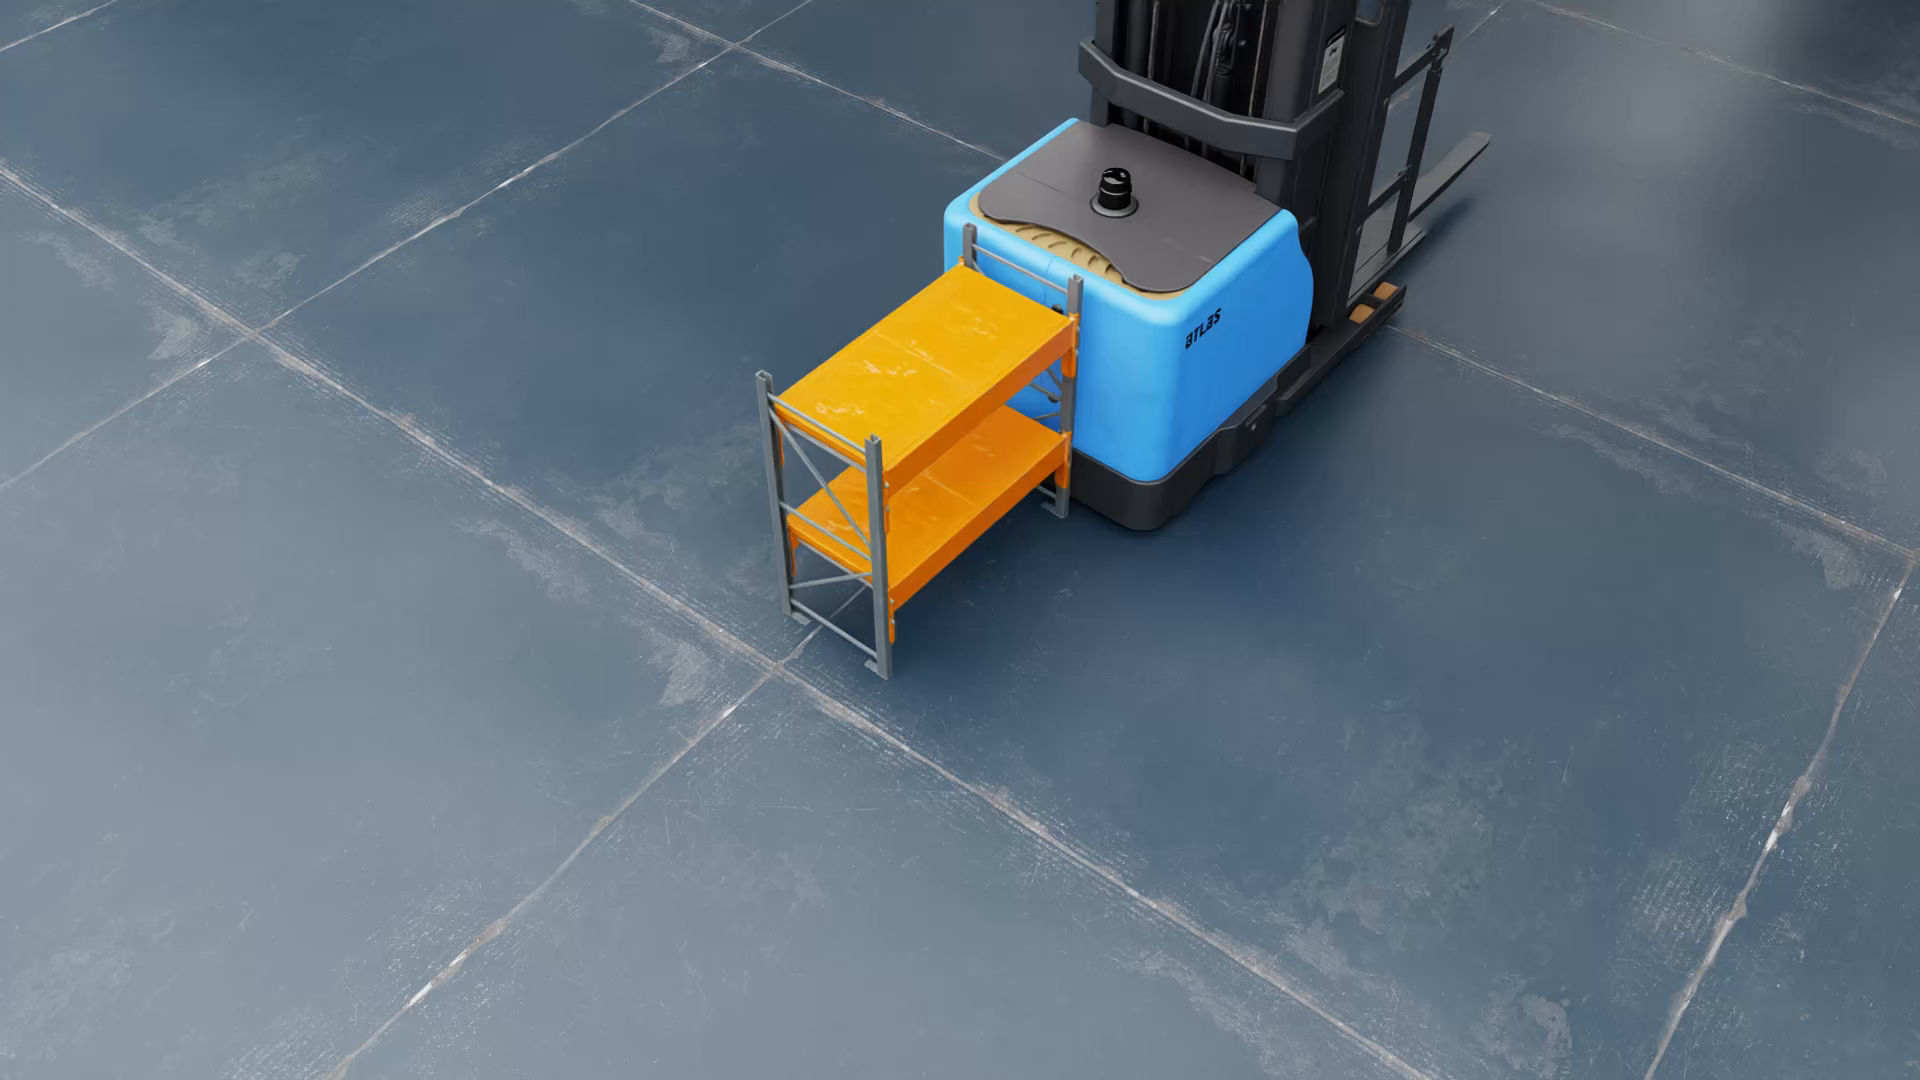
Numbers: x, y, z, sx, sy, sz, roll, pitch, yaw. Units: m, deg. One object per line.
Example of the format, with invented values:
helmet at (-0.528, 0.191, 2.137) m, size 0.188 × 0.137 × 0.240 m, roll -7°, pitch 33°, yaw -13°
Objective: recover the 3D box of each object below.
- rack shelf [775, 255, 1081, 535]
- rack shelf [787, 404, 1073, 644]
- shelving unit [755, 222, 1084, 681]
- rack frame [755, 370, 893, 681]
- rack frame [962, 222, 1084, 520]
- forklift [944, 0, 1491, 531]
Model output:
rack shelf at (-0.113, -0.507, 5.552) m, size 0.538 × 0.278 × 1.000 m, roll 31°, pitch 54°, yaw 26°
rack shelf at (-0.113, -0.136, 5.940) m, size 0.538 × 0.278 × 1.000 m, roll 31°, pitch 54°, yaw 26°
shelving unit at (-0.113, -0.305, 5.764) m, size 0.538 × 1.125 × 1.048 m, roll 31°, pitch 54°, yaw 26°
rack frame at (-0.437, -0.022, 5.493) m, size 0.500 × 1.125 × 0.032 m, roll 31°, pitch 54°, yaw 26°
rack frame at (0.210, -0.589, 6.034) m, size 0.500 × 1.125 × 0.032 m, roll 31°, pitch 54°, yaw 26°
forklift at (1.252, -2.051, 6.182) m, size 1.130 × 2.935 × 3.031 m, roll 31°, pitch 54°, yaw 26°
